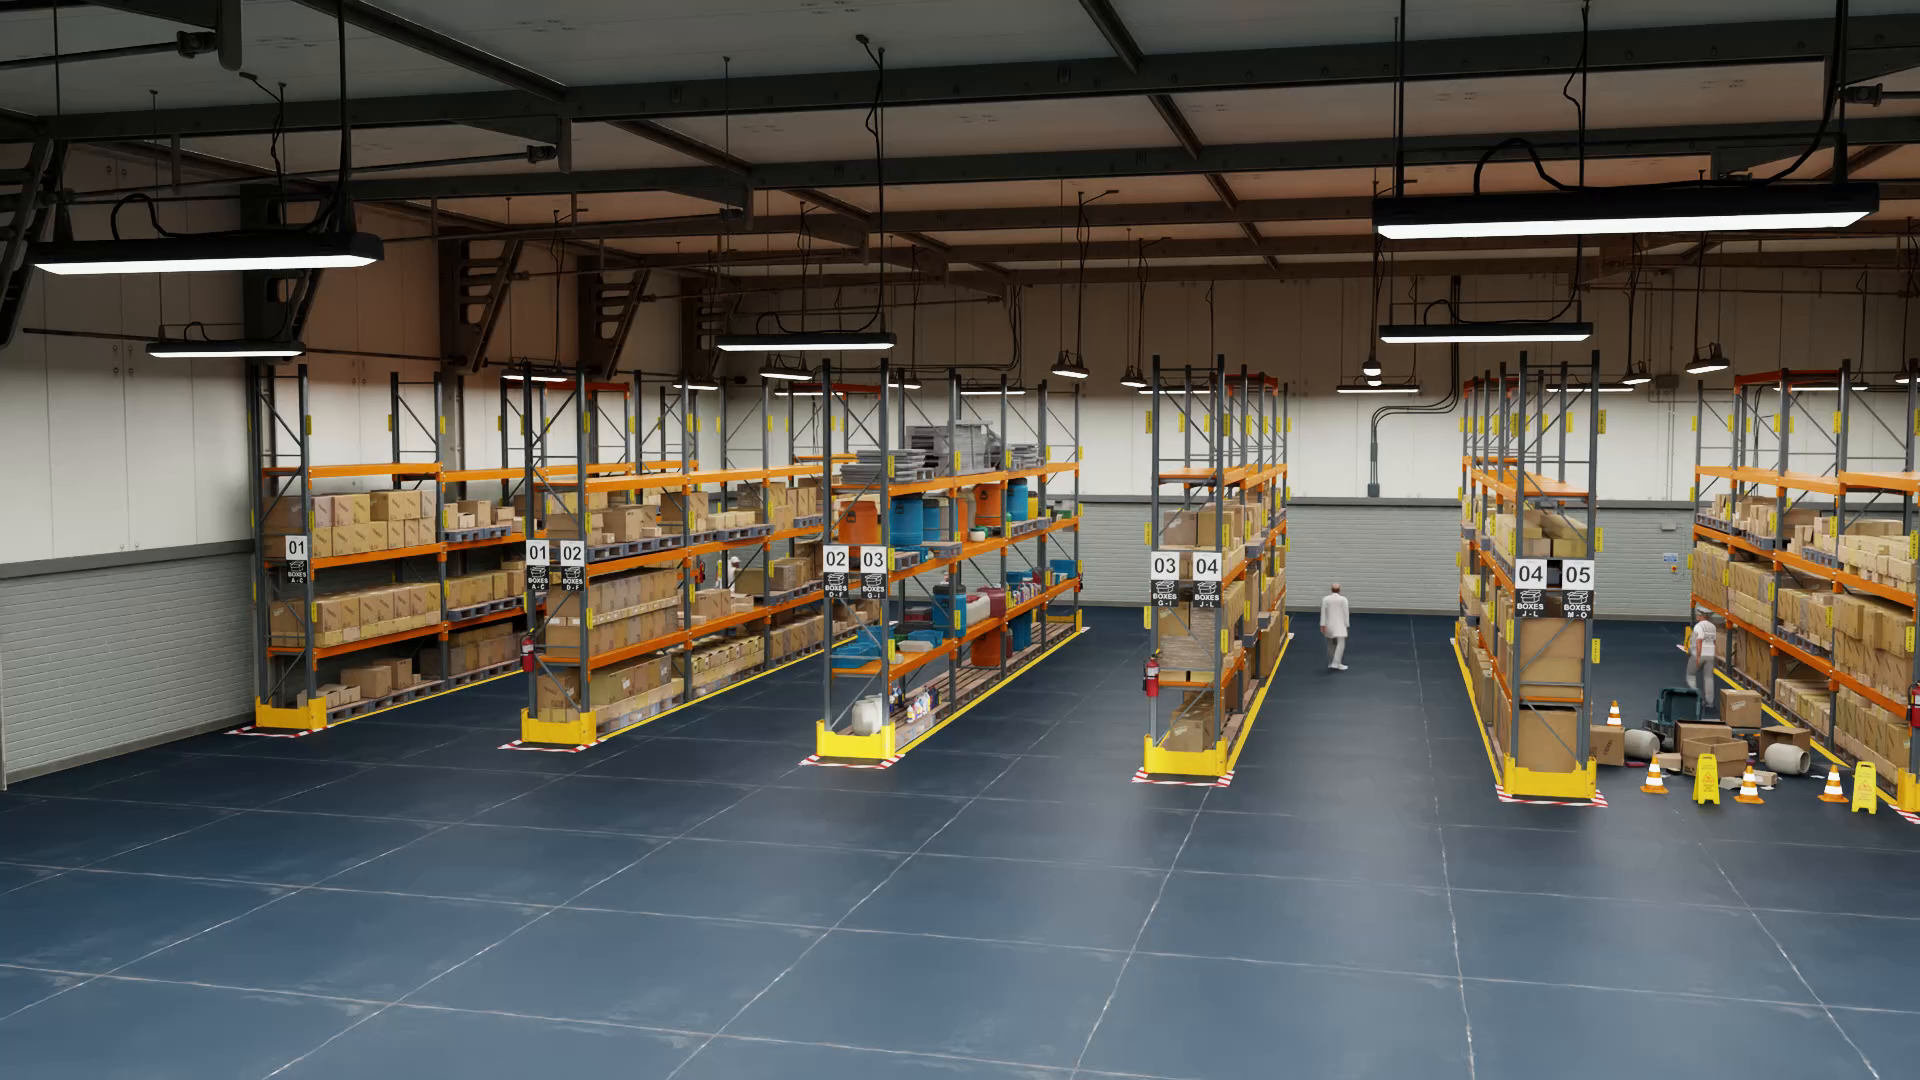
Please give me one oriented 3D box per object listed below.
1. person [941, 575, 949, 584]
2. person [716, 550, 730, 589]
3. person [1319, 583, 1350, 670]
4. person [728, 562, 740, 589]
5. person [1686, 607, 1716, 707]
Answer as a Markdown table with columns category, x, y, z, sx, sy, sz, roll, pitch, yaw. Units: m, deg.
| category | x | y | z | sx | sy | sz | roll | pitch | yaw |
| --- | --- | --- | --- | --- | --- | --- | --- | --- | --- |
| person | -0.300 | 1.509 | 38.819 | 0.352 | 1.584 | 1.023 | 1 | 4 | 15 |
| person | -6.204 | 1.105 | 43.869 | 0.532 | 1.745 | 1.022 | -3 | 5 | -39 |
| person | 7.714 | 1.769 | 34.193 | 0.630 | 1.777 | 0.830 | 2 | 4 | 27 |
| person | -5.565 | 1.288 | 40.821 | 0.438 | 1.693 | 0.593 | -2 | 4 | -24 |
| person | 13.234 | 2.112 | 29.581 | 0.542 | 1.818 | 0.609 | 0 | 4 | -3 |
